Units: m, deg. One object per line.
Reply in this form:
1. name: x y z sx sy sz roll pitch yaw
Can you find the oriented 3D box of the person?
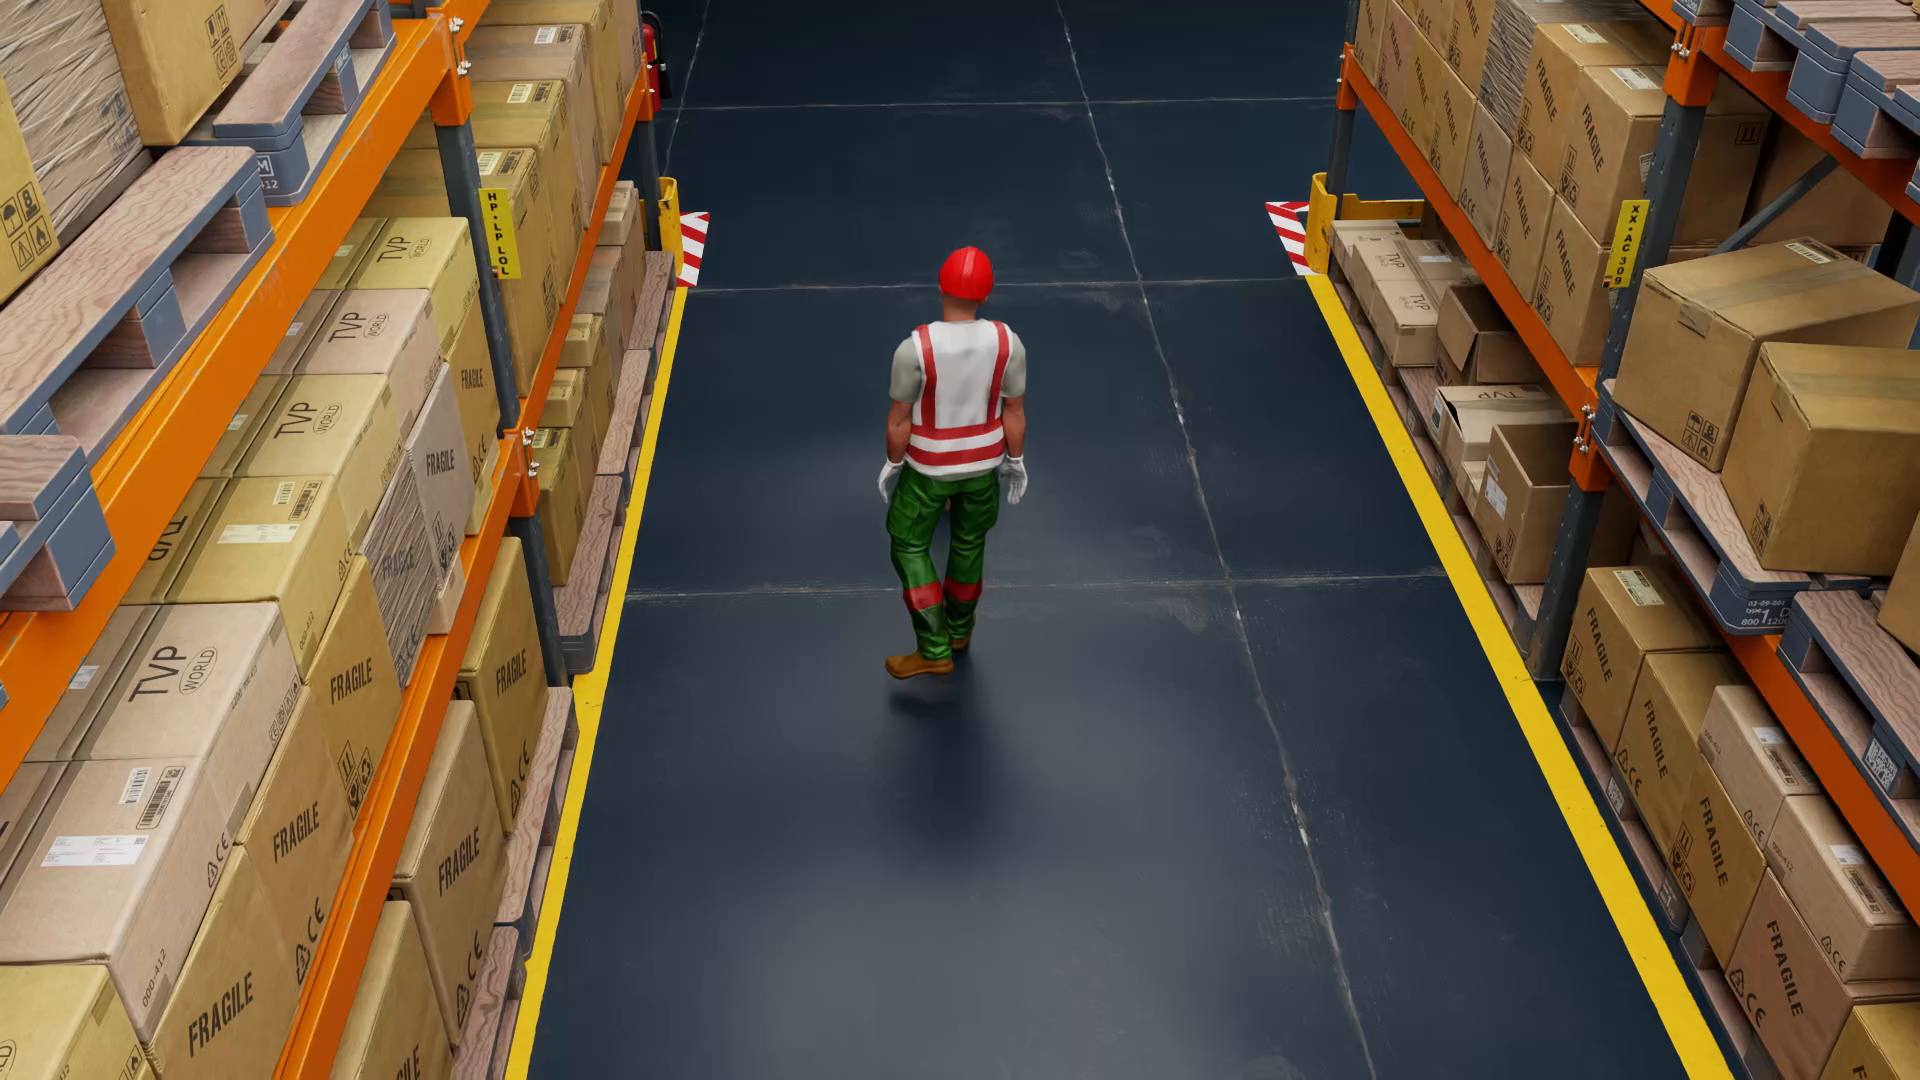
1. person: -0.034 -0.253 6.470 0.622 1.785 0.601 -9 36 -12
